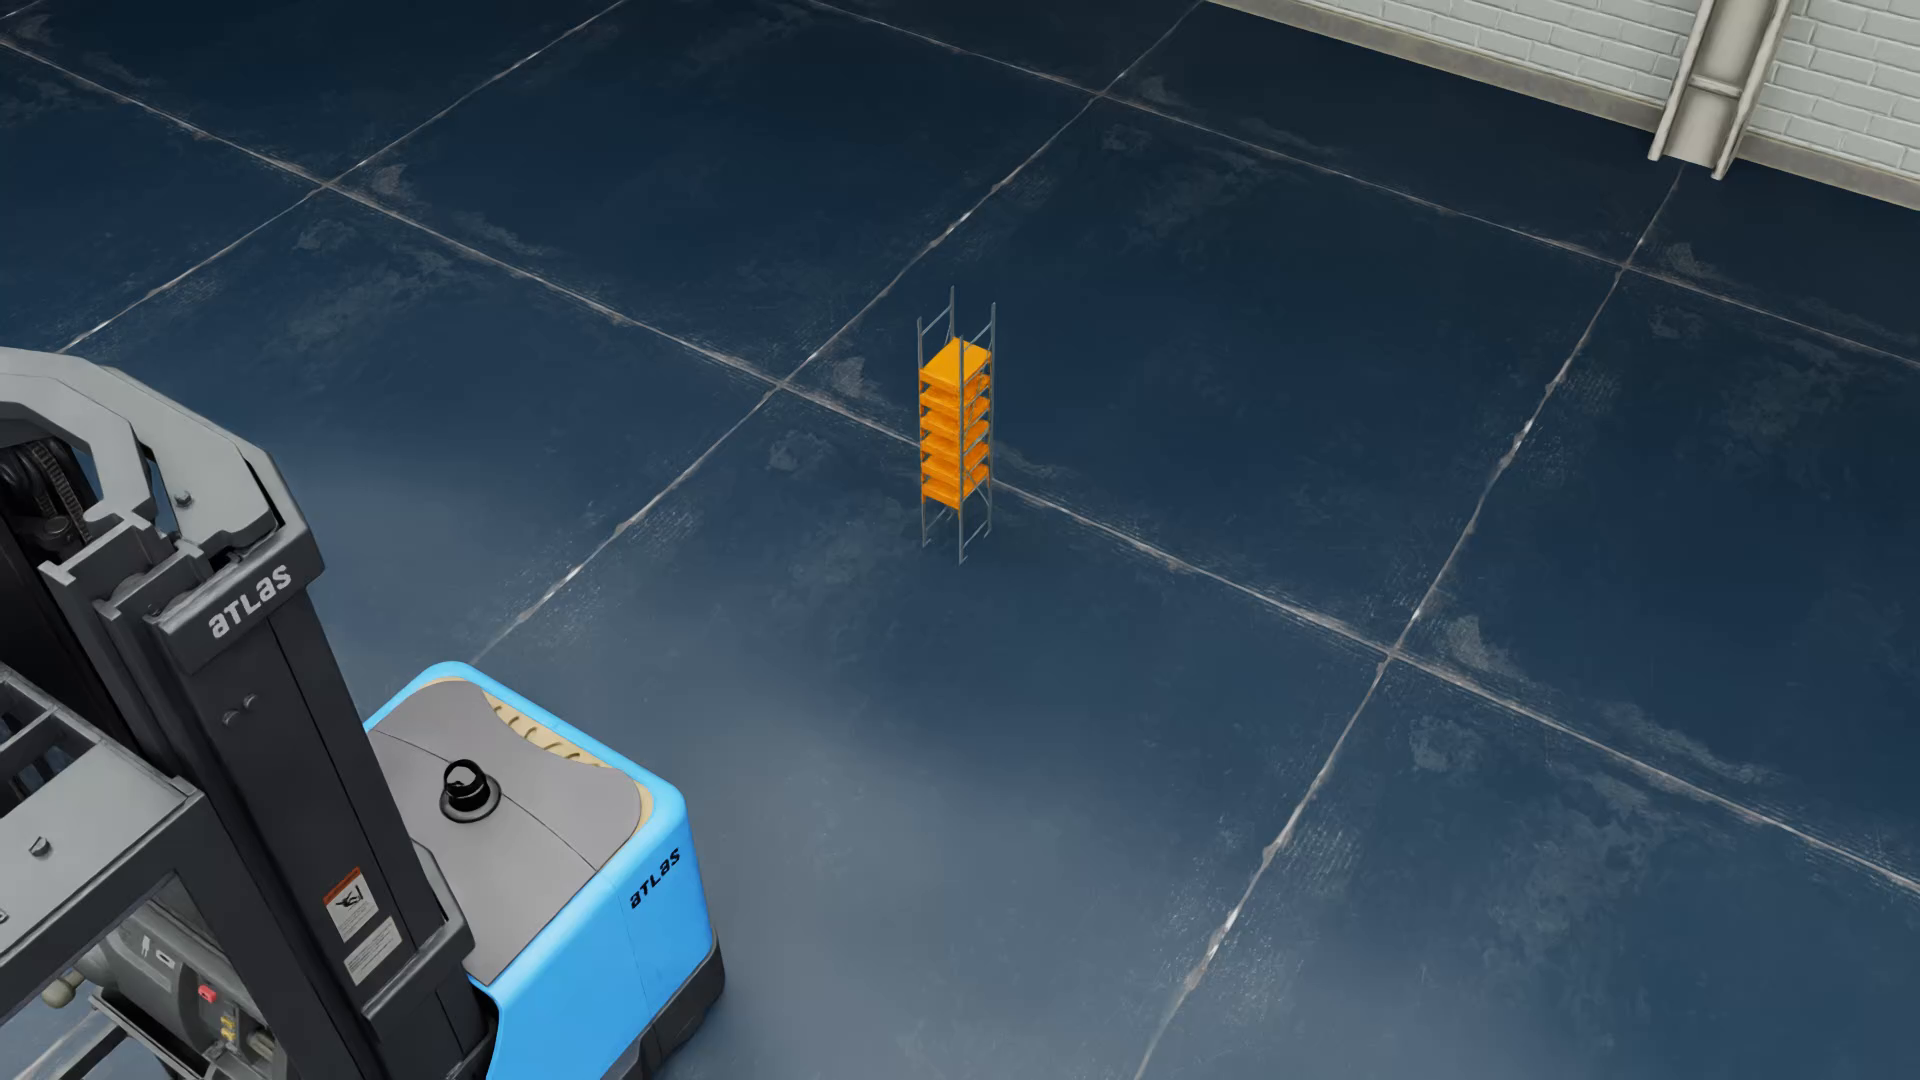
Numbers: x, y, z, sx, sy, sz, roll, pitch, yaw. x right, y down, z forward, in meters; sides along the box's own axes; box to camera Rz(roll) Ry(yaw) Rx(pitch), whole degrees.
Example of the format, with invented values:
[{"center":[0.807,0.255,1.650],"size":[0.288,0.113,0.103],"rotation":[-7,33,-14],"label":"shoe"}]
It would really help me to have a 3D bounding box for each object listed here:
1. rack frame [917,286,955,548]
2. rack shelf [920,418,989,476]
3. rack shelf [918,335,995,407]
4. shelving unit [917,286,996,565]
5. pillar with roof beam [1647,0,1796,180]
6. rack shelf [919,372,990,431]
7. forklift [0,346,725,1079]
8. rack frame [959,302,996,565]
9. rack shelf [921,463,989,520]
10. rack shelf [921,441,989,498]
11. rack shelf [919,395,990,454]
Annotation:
[{"center":[-0.089,-0.459,6.581],"size":[0.006,1.200,0.240],"rotation":[25,51,22],"label":"rack frame"},{"center":[-0.012,-0.393,6.579],"size":[0.180,0.103,0.258],"rotation":[25,51,22],"label":"rack shelf"},{"center":[-0.012,-0.644,6.321],"size":[0.180,0.103,0.258],"rotation":[25,51,22],"label":"rack shelf"},{"center":[-0.012,-0.424,6.547],"size":[0.189,1.200,0.258],"rotation":[25,51,22],"label":"shelving unit"},{"center":[1.632,-2.614,3.237],"size":[0.400,9.000,9.100],"rotation":[25,51,22],"label":"pillar with roof beam"},{"center":[-0.012,-0.560,6.407],"size":[0.180,0.103,0.258],"rotation":[25,51,22],"label":"rack shelf"},{"center":[-2.006,1.149,3.812],"size":[1.130,2.935,3.031],"rotation":[25,51,23],"label":"forklift"},{"center":[0.065,-0.388,6.513],"size":[0.006,1.200,0.240],"rotation":[25,51,22],"label":"rack frame"},{"center":[-0.012,-0.226,6.751],"size":[0.180,0.103,0.258],"rotation":[25,51,22],"label":"rack shelf"},{"center":[-0.012,-0.309,6.665],"size":[0.180,0.103,0.258],"rotation":[25,51,22],"label":"rack shelf"},{"center":[-0.012,-0.476,6.493],"size":[0.180,0.103,0.258],"rotation":[25,51,22],"label":"rack shelf"}]
